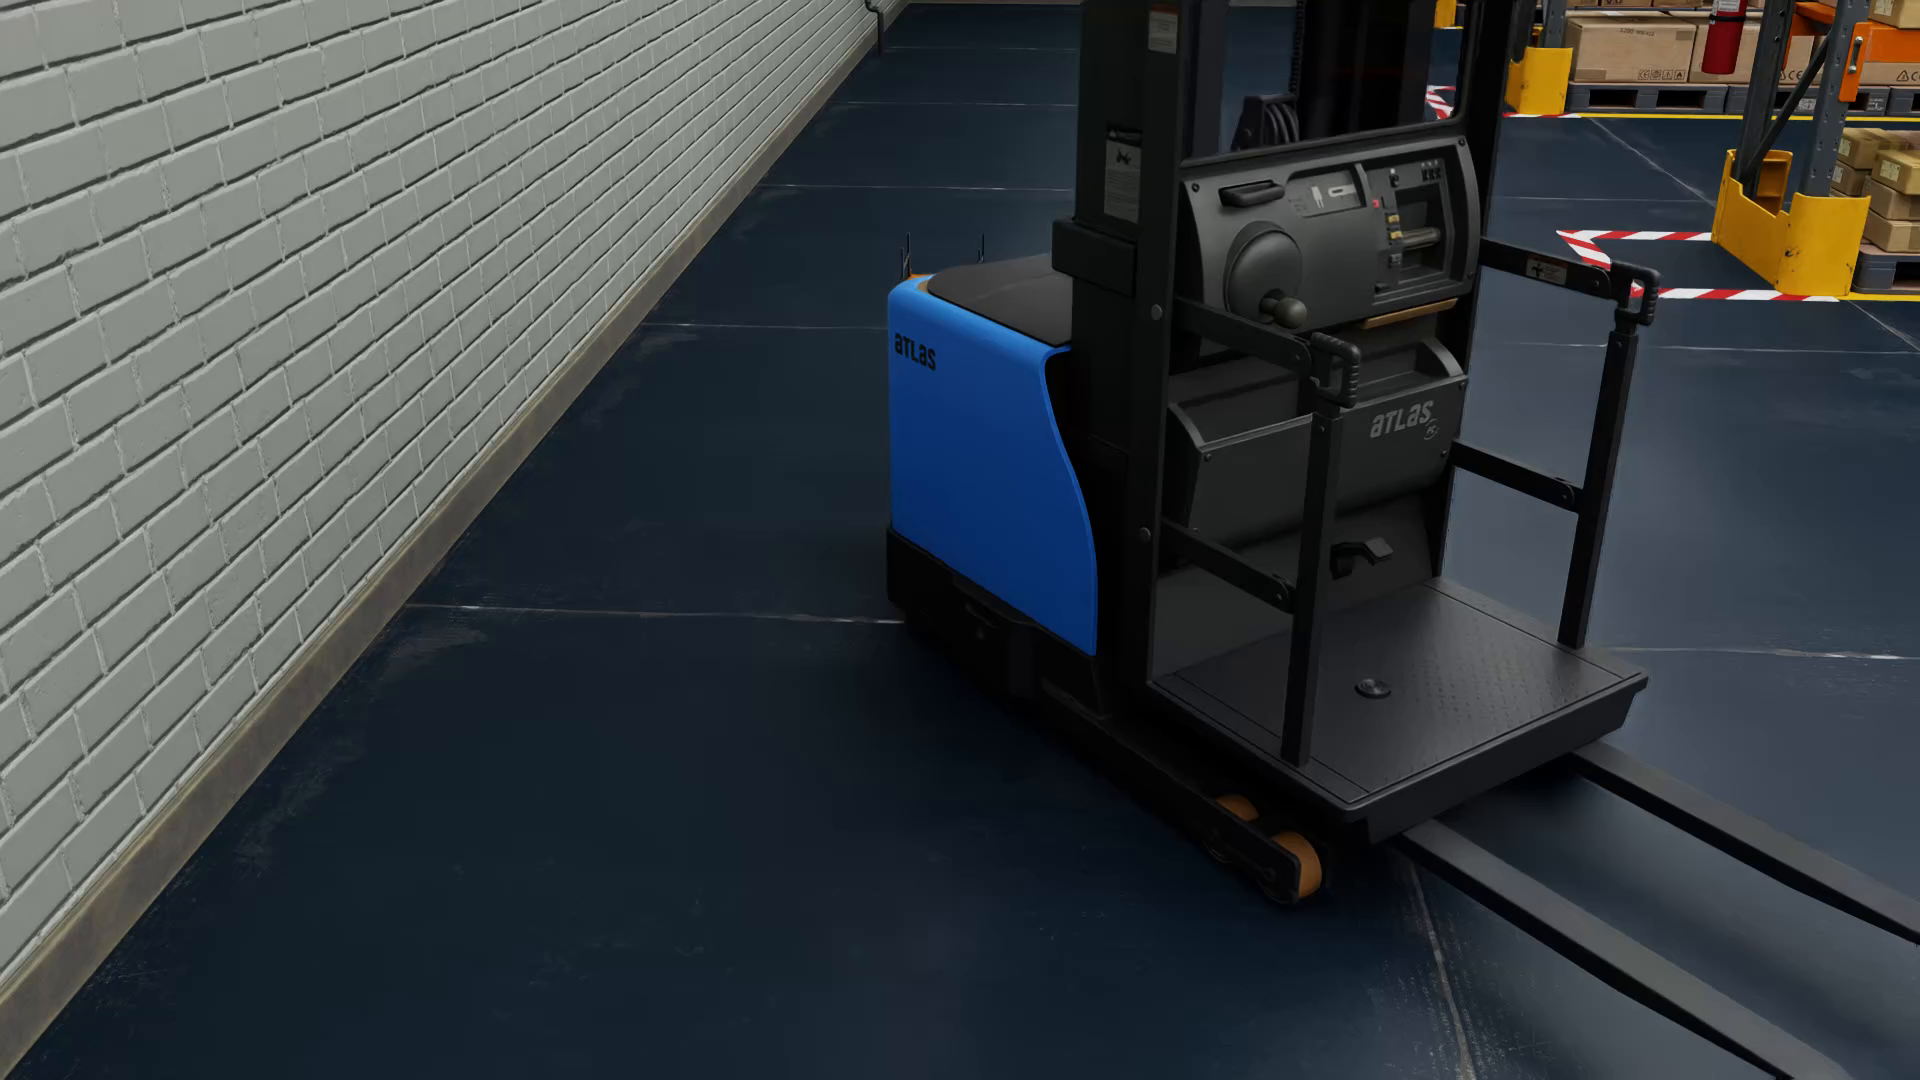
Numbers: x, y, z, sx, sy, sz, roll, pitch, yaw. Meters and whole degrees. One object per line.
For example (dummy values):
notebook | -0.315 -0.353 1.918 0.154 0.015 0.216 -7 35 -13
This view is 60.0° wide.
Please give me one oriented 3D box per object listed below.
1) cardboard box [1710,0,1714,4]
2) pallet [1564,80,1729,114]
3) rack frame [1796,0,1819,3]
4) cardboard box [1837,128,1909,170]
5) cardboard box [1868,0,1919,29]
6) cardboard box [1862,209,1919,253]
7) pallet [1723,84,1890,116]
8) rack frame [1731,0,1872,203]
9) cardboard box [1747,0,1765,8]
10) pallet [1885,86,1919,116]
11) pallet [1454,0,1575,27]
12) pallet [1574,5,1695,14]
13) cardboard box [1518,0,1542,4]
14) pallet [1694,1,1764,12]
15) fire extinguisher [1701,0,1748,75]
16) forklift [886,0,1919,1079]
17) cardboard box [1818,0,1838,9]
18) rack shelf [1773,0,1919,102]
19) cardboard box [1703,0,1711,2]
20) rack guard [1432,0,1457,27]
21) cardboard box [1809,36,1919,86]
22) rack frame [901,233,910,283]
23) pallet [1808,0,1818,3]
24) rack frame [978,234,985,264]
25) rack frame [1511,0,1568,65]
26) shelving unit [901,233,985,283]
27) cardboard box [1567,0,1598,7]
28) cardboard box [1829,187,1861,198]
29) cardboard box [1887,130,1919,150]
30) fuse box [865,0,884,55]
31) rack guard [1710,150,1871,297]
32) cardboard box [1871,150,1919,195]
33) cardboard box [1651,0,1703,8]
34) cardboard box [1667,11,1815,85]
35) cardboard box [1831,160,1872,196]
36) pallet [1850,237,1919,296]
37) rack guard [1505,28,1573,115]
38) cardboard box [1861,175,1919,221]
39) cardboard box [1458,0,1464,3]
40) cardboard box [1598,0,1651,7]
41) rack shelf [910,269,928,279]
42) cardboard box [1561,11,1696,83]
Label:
cardboard box | 8.033 -5.710 17.339 0.258 0.266 0.396 3 25 6
pallet | 5.406 -3.653 13.437 1.213 0.211 1.003 2 25 4
rack frame | 8.967 -6.854 17.057 0.127 3.000 1.000 2 25 4
cardboard box | 4.872 -2.102 8.925 0.250 0.149 0.380 2 25 5
cardboard box | 4.622 -2.586 8.082 0.250 0.149 0.380 2 25 4
cardboard box | 4.822 -1.592 8.530 0.250 0.149 0.380 2 25 5
pallet | 6.619 -3.613 13.350 1.213 0.211 1.003 2 25 4
rack frame | 4.324 -2.847 8.349 0.127 3.000 1.000 2 25 4
cardboard box | 8.389 -5.645 17.338 0.250 0.149 0.380 1 25 2
pallet | 7.839 -3.575 13.268 1.213 0.211 1.003 2 25 4
pallet | 5.850 -5.688 17.859 1.213 0.211 1.003 2 25 4
pallet | 7.063 -5.648 17.771 1.213 0.211 1.003 2 25 4
cardboard box | 6.002 -5.789 17.651 0.250 0.149 0.380 1 25 2
pallet | 8.282 -5.610 17.689 1.213 0.211 1.003 2 25 4
fire extinguisher | 4.109 -2.843 8.878 0.183 0.674 0.296 2 25 4
forklift | 1.020 -0.708 3.783 1.130 2.935 3.031 -16 29 -31
cardboard box | 4.671 -2.840 8.635 0.250 0.149 0.380 2 25 4
rack shelf | 6.319 -2.456 8.360 4.000 0.370 1.077 2 25 4
cardboard box | 7.894 -5.883 17.856 0.250 0.149 0.380 2 25 3
rack guard | 5.055 -5.844 17.853 0.348 0.500 1.175 2 25 4
cardboard box | 7.080 -3.905 13.212 0.875 0.438 0.875 1 25 2
rack frame | -0.175 -0.483 5.543 0.008 1.050 0.200 2 25 4
pallet | 9.781 -5.577 17.618 1.213 0.211 1.003 2 25 4
rack frame | 0.068 -0.475 5.526 0.008 1.050 0.200 2 25 4
rack frame | 4.603 -4.913 12.839 0.127 3.000 1.000 2 25 4
shelving unit | -0.053 -0.479 5.534 0.252 1.050 0.215 2 25 4
cardboard box | 6.431 -5.935 17.547 0.500 0.500 0.700 3 25 6
cardboard box | 4.865 -1.813 9.009 0.250 0.149 0.380 2 25 5
cardboard box | 5.118 -2.070 8.856 0.250 0.149 0.380 2 25 5
fuse box | -0.715 -5.370 15.372 0.414 1.711 0.539 2 25 4
rack guard | 4.400 -1.709 8.866 0.348 0.500 1.175 2 25 4
cardboard box | 4.821 -1.854 8.388 0.250 0.149 0.380 1 25 2
cardboard box | 7.466 -5.902 17.475 0.500 0.500 0.700 1 25 2
cardboard box | 6.181 -3.935 13.276 0.875 0.438 0.875 2 25 5
cardboard box | 4.872 -1.980 9.016 0.250 0.149 0.380 1 25 3
pallet | 5.207 -1.537 8.838 1.213 0.211 1.003 2 25 4
rack guard | 4.579 -3.778 13.364 0.348 0.500 1.175 2 25 4
cardboard box | 4.827 -1.754 8.526 0.250 0.149 0.380 3 25 6
cardboard box | 5.581 -5.980 17.641 0.637 0.503 0.797 1 25 2
cardboard box | 6.950 -5.876 17.420 0.500 0.500 0.500 2 25 5
rack shelf | -0.053 -0.727 5.420 0.240 0.259 0.215 2 25 4
cardboard box | 5.268 -3.961 13.332 0.875 0.438 0.875 1 25 2
